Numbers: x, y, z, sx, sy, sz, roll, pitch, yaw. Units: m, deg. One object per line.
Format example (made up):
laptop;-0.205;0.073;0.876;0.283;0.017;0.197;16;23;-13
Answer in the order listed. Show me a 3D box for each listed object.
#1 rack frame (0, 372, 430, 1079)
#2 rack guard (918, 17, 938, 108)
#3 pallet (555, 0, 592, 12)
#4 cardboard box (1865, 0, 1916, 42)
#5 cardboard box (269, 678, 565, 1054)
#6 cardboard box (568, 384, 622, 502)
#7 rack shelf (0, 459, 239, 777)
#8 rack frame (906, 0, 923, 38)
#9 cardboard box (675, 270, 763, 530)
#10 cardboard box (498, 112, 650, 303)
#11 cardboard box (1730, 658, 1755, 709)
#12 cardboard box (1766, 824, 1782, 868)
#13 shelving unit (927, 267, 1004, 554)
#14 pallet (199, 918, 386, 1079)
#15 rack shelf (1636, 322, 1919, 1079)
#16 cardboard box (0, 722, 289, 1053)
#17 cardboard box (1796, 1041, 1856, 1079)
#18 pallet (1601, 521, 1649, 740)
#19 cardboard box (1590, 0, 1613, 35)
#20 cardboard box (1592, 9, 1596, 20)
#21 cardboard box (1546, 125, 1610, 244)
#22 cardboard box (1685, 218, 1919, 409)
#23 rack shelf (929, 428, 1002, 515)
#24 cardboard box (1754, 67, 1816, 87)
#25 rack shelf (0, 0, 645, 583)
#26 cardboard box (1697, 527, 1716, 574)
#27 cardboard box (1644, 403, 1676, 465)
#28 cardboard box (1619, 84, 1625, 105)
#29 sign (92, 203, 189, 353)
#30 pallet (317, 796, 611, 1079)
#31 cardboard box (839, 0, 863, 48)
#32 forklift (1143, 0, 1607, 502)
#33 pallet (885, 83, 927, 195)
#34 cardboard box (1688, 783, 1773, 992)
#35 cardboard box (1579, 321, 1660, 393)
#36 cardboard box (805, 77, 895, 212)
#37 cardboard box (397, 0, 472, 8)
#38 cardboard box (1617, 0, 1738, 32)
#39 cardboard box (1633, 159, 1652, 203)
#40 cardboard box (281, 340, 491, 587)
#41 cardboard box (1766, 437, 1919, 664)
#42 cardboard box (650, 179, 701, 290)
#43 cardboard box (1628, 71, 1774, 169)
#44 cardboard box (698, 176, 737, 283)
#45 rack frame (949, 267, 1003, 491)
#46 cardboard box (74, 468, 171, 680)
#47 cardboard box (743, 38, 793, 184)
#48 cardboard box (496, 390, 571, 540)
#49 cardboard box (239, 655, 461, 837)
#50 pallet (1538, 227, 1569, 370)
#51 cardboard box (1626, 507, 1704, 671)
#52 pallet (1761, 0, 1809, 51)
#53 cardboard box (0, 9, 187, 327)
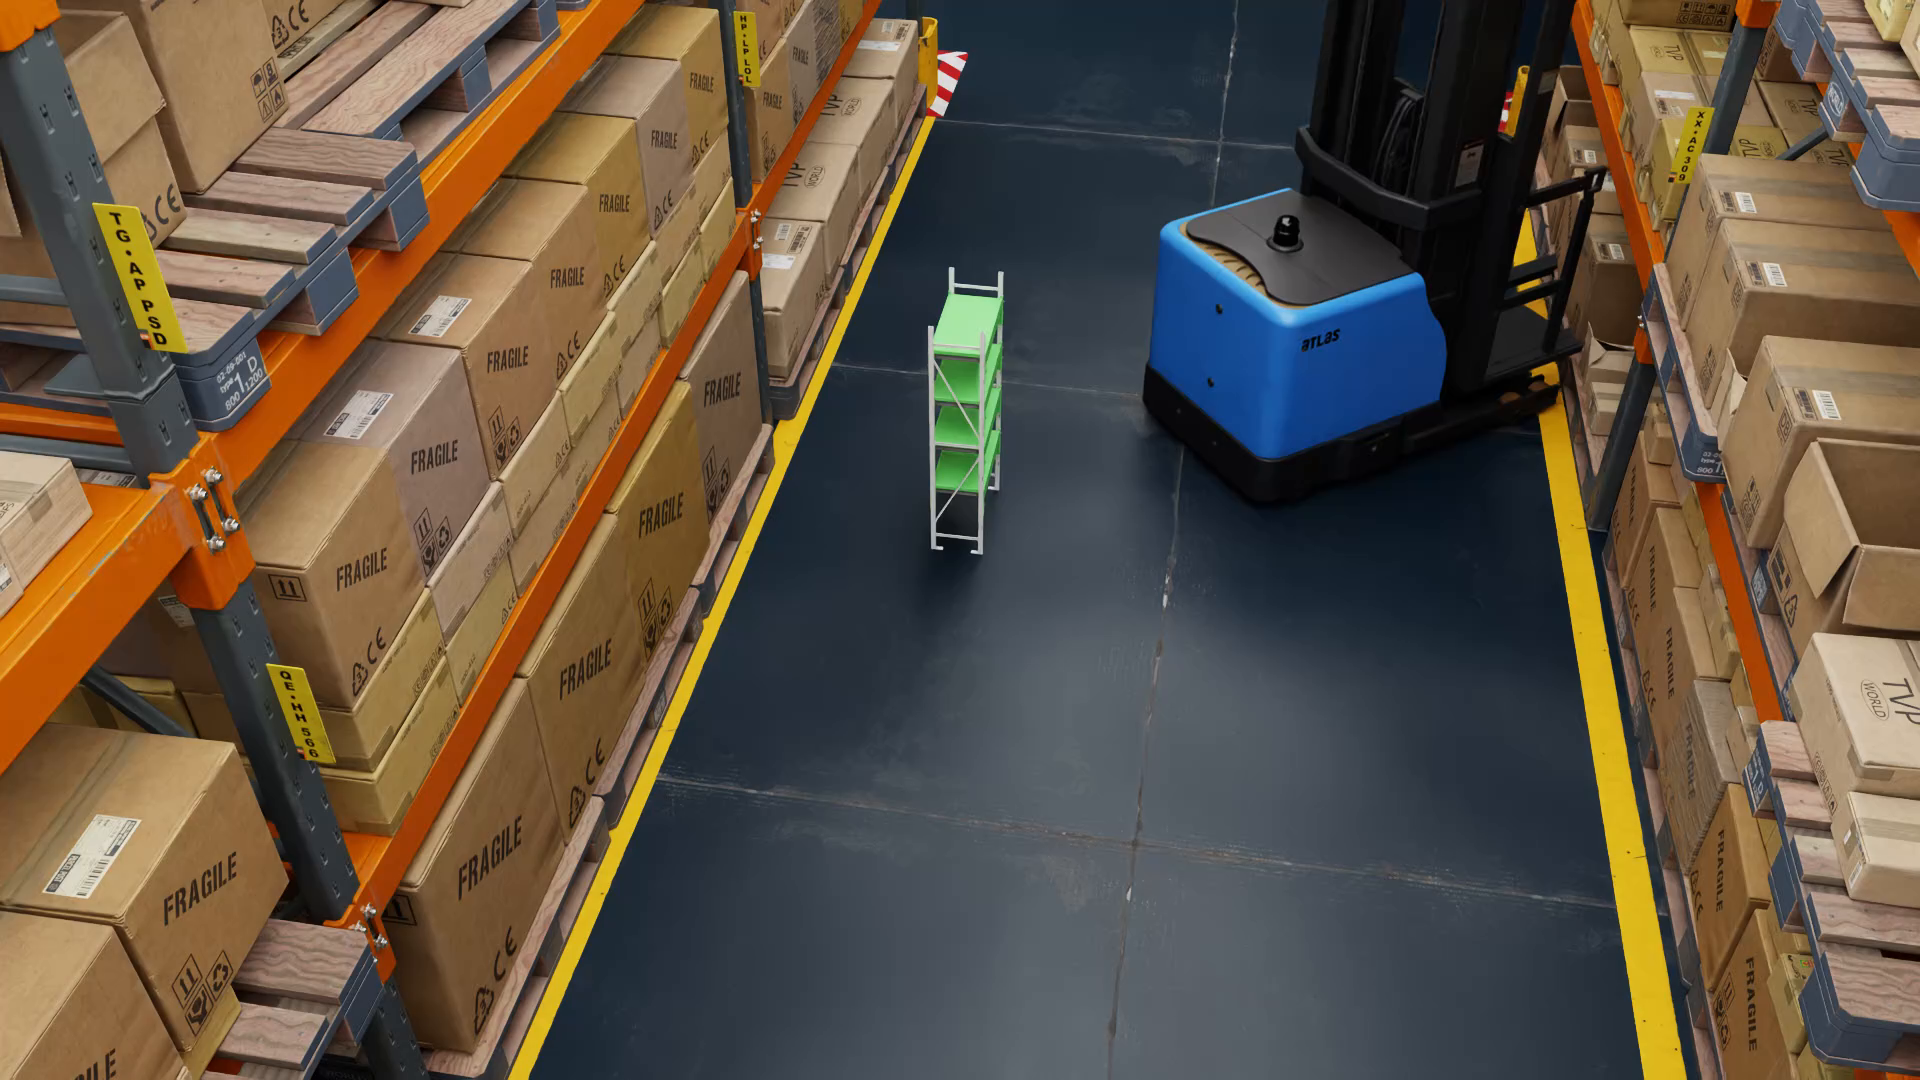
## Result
rack frame;-2.137;0.786;4.445;1.000;3.000;0.127;6;40;8
rack guard;-0.748;-3.286;11.332;1.175;0.500;0.348;6;40;8
pallet;-1.554;-2.226;5.884;0.805;0.209;1.217;5;40;6
cardboard box;2.775;-1.495;4.640;0.380;0.149;0.250;7;40;9
cardboard box;-1.935;1.019;5.501;0.875;0.875;0.875;6;40;7
cardboard box;-1.554;-0.398;5.995;0.500;0.250;0.500;6;40;8
rack shelf;-2.483;1.163;2.200;1.077;0.370;4.000;6;40;8
rack frame;-0.752;-4.234;10.517;1.000;3.000;0.127;6;40;8
cardboard box;-1.473;-0.669;7.543;0.875;0.875;0.875;8;40;9
cardboard box;-1.464;-1.198;5.982;0.500;0.500;0.500;8;40;9
cardboard box;2.939;0.567;5.833;0.380;0.149;0.250;7;40;8
cardboard box;2.785;1.049;5.250;0.380;0.149;0.250;8;40;9
shelving unit;0.029;-0.566;7.493;0.258;1.200;0.503;6;40;8
pallet;-2.155;1.319;3.951;1.213;0.211;1.003;6;40;8
rack shelf;3.099;0.353;5.533;1.077;0.370;4.000;6;40;8
cardboard box;-1.941;0.787;3.802;0.500;0.500;0.500;5;40;6
cardboard box;2.589;1.545;4.650;0.380;0.149;0.250;5;40;5
pallet;3.342;0.410;7.088;1.003;0.211;1.213;6;40;8
cardboard box;3.622;-2.856;8.735;0.500;0.250;0.500;6;40;7
cardboard box;3.696;-2.931;9.138;0.380;0.149;0.250;8;40;9
cardboard box;3.752;-1.982;9.426;0.700;0.500;0.500;8;40;9
cardboard box;3.051;-0.776;5.926;0.700;0.500;0.500;7;40;8
rack shelf;0.029;-0.332;7.687;0.258;0.148;0.480;6;40;8
cardboard box;3.968;-2.156;7.888;0.500;0.250;0.500;7;40;9
rack shelf;-1.790;-1.348;5.236;1.077;0.370;4.000;6;40;8
cardboard box;3.082;0.086;6.414;0.380;0.149;0.250;6;40;7
cardboard box;3.121;-0.432;7.041;0.380;0.149;0.250;8;40;10
cardboard box;3.536;-2.277;8.347;0.380;0.149;0.250;6;40;8
sign;-1.602;-0.508;3.250;0.100;0.325;0.005;6;40;8
pallet;-1.926;1.375;5.922;1.003;0.211;1.213;6;40;8
cardboard box;-0.833;-2.978;8.920;0.500;0.500;0.500;8;40;9
forklift;2.472;-1.992;7.860;3.031;2.935;1.130;-20;43;-22
pallet;-0.813;-2.649;10.789;1.003;0.211;1.213;6;40;8
cardboard box;2.799;1.202;5.574;0.500;0.500;0.500;8;40;10
cardboard box;3.314;-0.893;8.292;0.396;0.266;0.258;8;40;9
cardboard box;-0.918;-2.408;9.990;0.875;0.438;0.875;7;40;9
cardboard box;-1.624;-1.749;5.011;0.380;0.166;0.250;10;41;11
cardboard box;3.534;-2.839;8.125;0.500;0.500;0.500;7;40;9
cardboard box;3.296;-1.642;7.579;0.380;0.149;0.250;7;40;9
cardboard box;-1.734;-0.233;4.814;0.500;0.500;0.500;7;40;8
cardboard box;2.853;0.085;4.883;0.797;0.503;0.637;6;40;7
cardboard box;-1.360;-1.241;6.622;0.500;0.250;0.500;7;40;9
cardboard box;3.365;-1.898;7.576;0.500;0.250;0.500;7;40;8
cardboard box;-1.274;-1.357;7.155;0.500;0.250;0.500;5;40;7
rack frame;0.071;-0.719;7.679;0.240;1.200;0.015;6;40;8
cardboard box;-2.305;0.009;4.522;0.500;0.500;0.500;5;40;6
cardboard box;-1.105;-2.028;7.771;0.500;0.500;0.500;8;40;9
cardboard box;-1.617;-0.275;5.454;0.500;0.250;0.500;6;40;8
cardboard box;-1.804;0.565;4.831;0.500;0.250;0.500;6;40;7
pallet;3.774;-1.303;9.161;1.003;0.211;1.213;6;40;8
cardboard box;3.057;0.236;6.742;0.500;0.500;0.500;6;40;7
pallet;3.263;-1.861;5.440;1.213;0.211;1.003;6;40;8
cardboard box;-2.220;-0.825;3.629;0.797;0.503;0.637;4;40;5
